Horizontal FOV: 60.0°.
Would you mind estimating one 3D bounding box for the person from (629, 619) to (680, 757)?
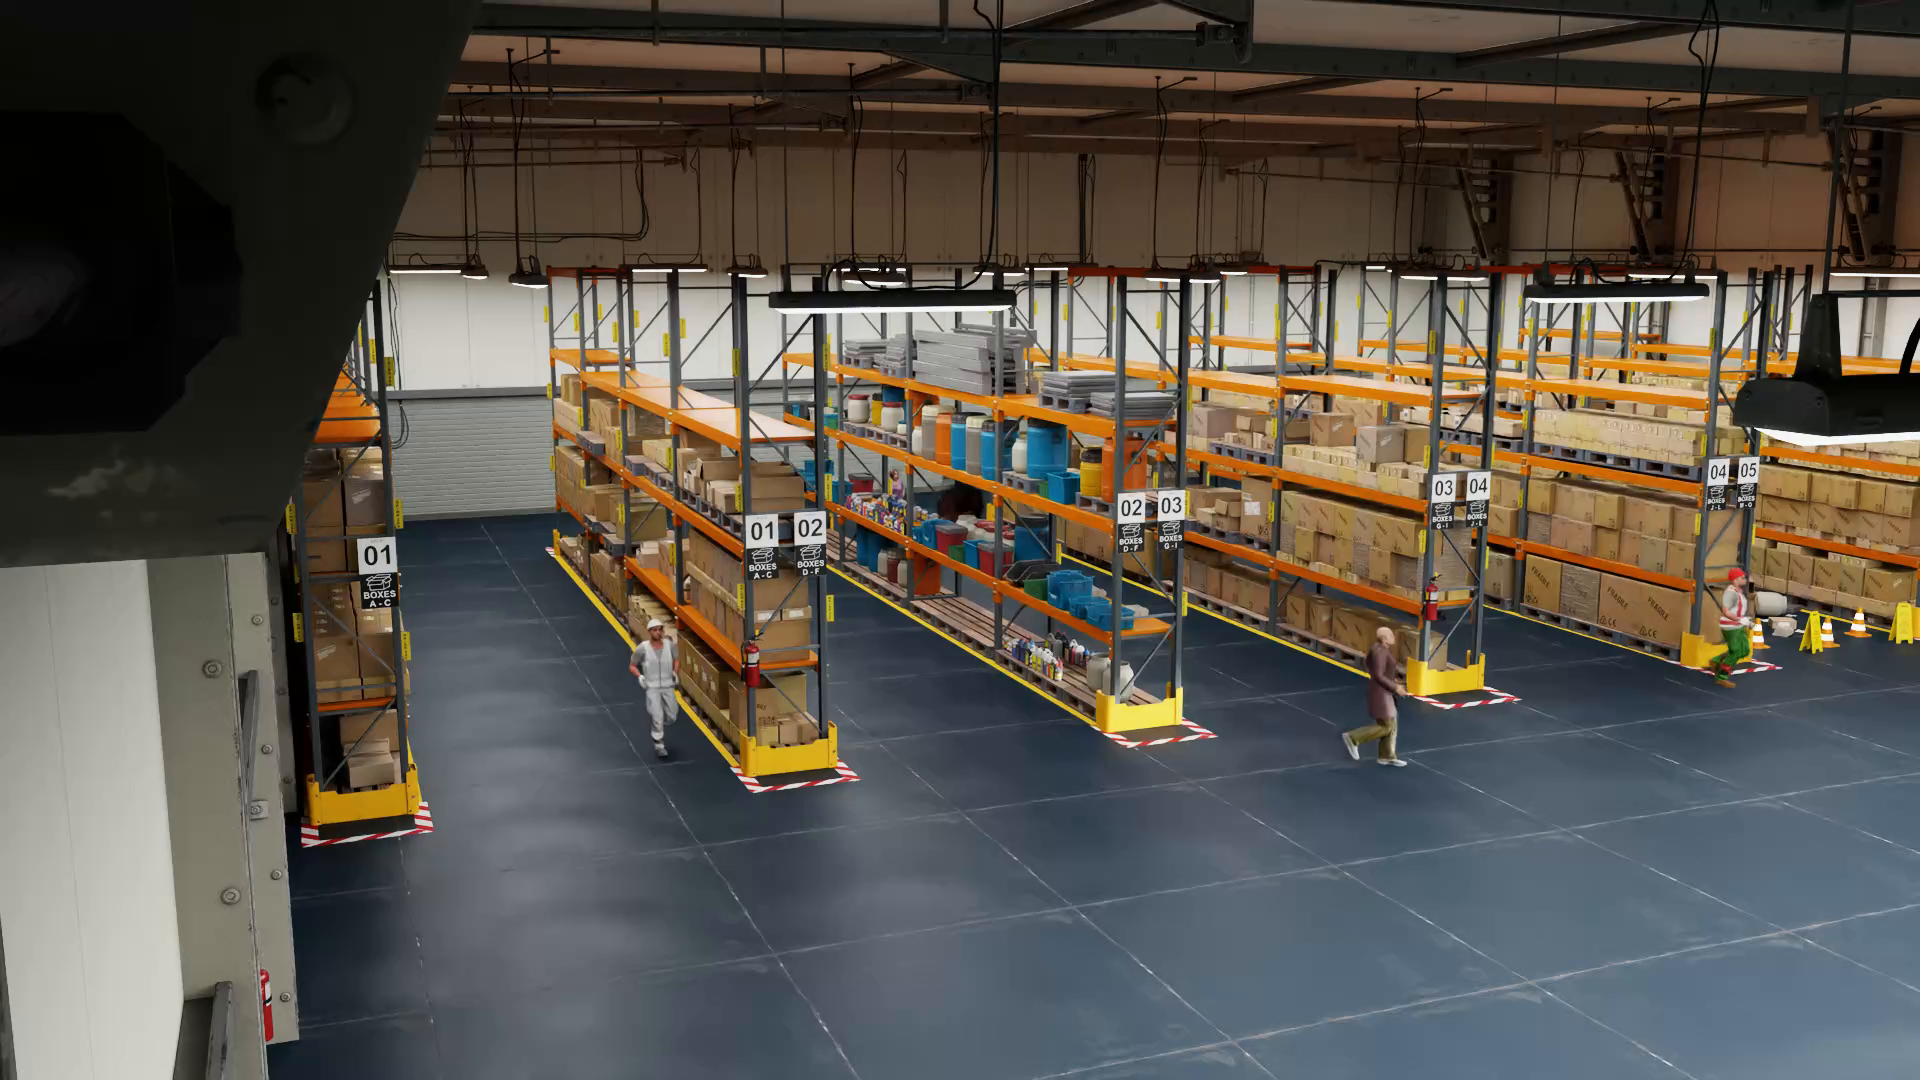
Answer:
[{"bbox_3d":[-3.839,1.849,21.042,0.655,1.736,0.623,-5,11,-25],"label":"person"}]

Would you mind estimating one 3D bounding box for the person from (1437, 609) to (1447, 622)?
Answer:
[{"bbox_3d":[8.126,0.508,28.765,0.645,1.795,0.808,-6,12,-32],"label":"person"}]

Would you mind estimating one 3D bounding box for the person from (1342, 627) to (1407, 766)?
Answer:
[{"bbox_3d":[5.150,1.933,20.585,0.826,1.767,0.717,1,10,7],"label":"person"}]

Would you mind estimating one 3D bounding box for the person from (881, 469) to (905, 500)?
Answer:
[{"bbox_3d":[-1.486,-0.809,36.740,0.547,1.562,0.689,-2,10,-13],"label":"person"}]

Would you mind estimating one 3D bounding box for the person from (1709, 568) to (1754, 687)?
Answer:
[{"bbox_3d":[11.309,1.272,24.327,0.612,1.743,0.675,7,12,35],"label":"person"}]
